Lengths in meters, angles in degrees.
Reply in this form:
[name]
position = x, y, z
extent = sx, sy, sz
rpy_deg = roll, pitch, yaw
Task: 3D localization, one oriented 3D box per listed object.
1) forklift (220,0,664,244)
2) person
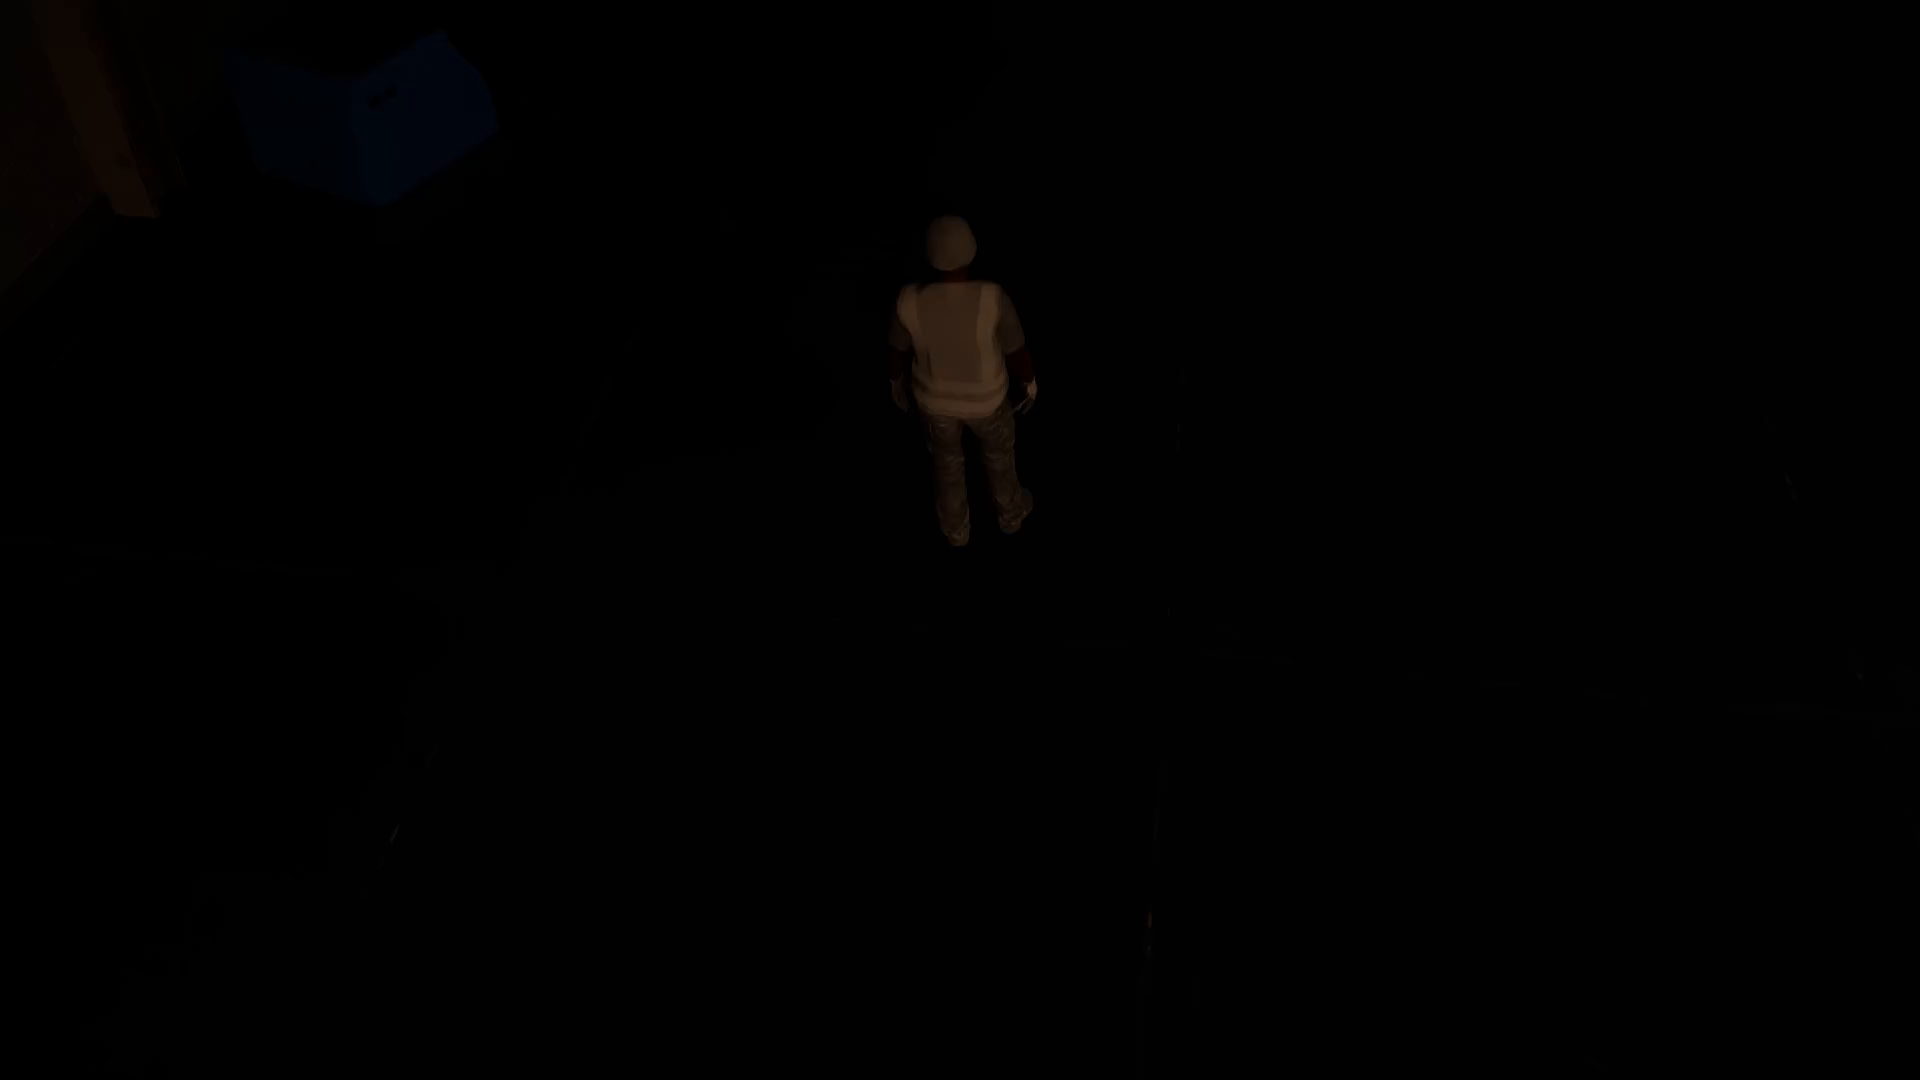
[forklift]
position = -3.054, -3.790, 9.849
extent = 1.130, 2.935, 3.031
rpy_deg = 19, 46, 20
[person]
position = 0.017, -0.709, 7.335
extent = 0.655, 1.782, 0.576
rpy_deg = 5, 43, 6
